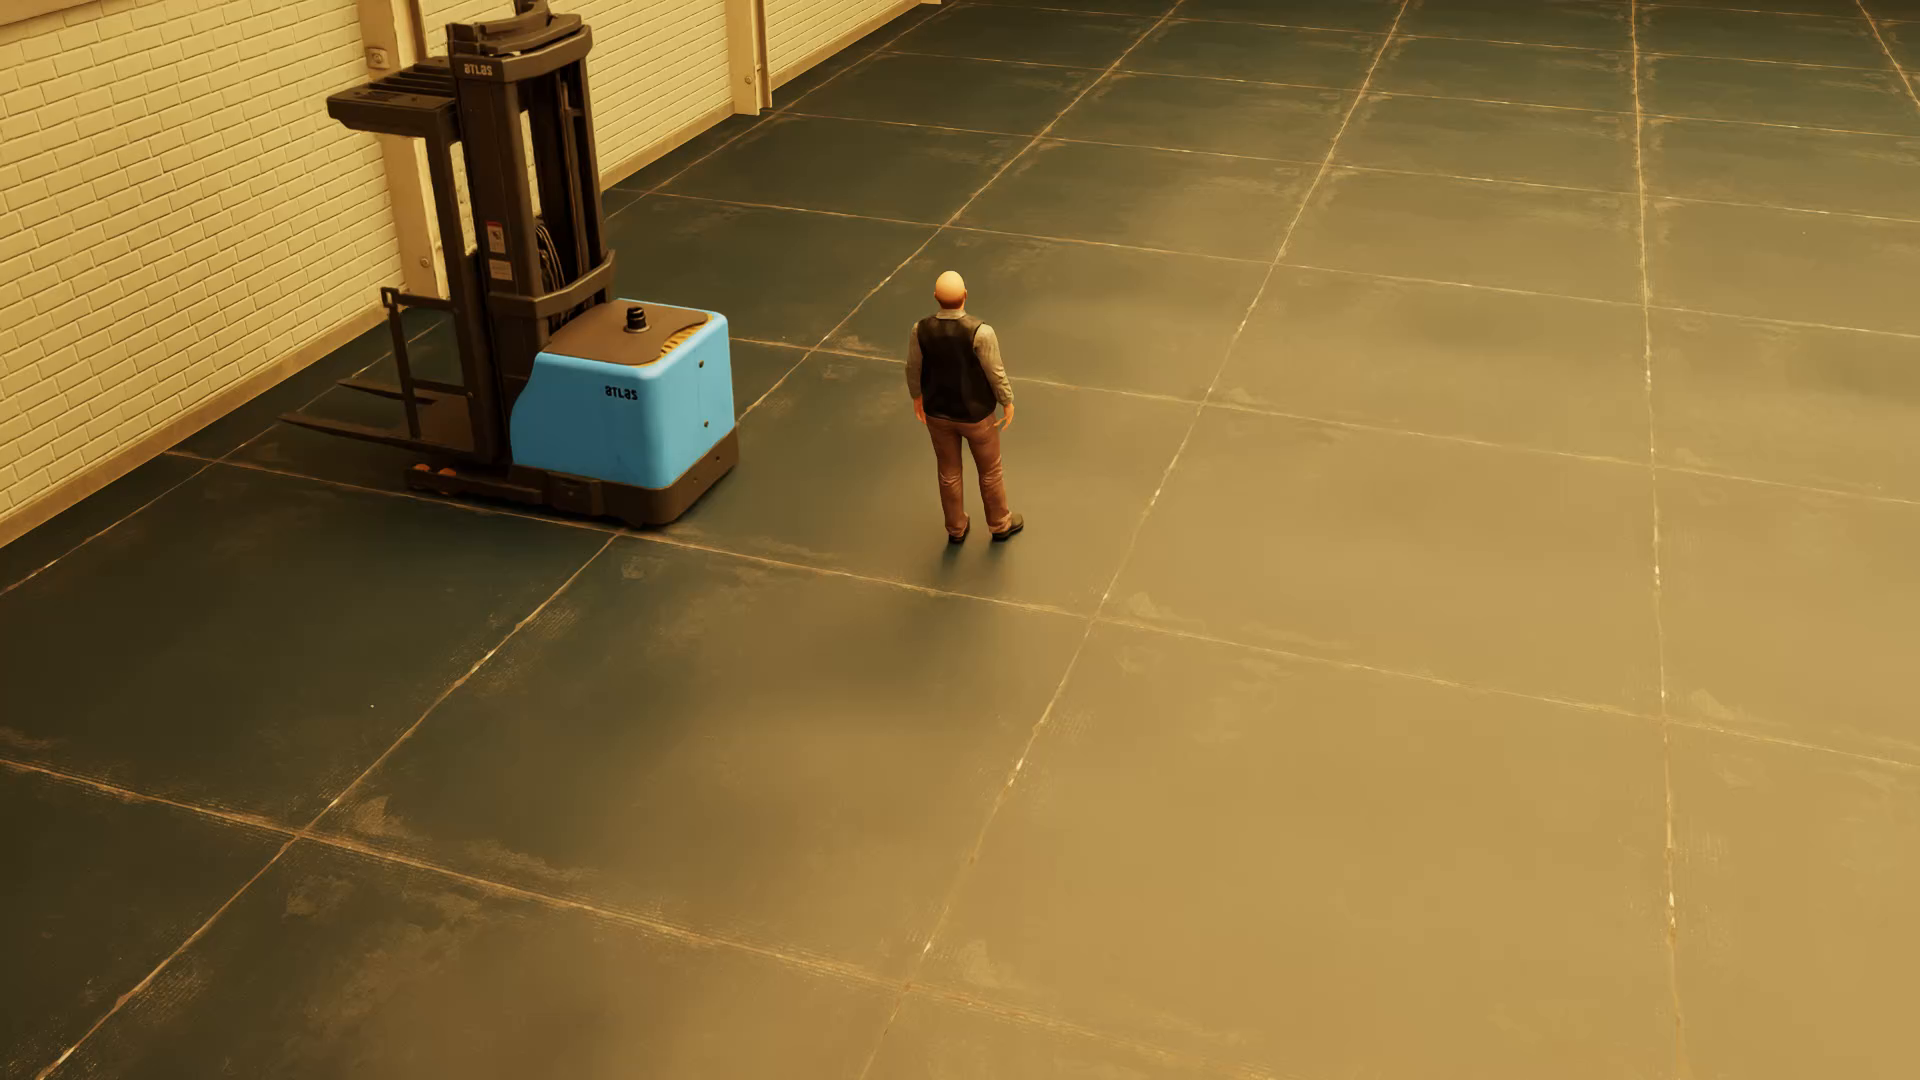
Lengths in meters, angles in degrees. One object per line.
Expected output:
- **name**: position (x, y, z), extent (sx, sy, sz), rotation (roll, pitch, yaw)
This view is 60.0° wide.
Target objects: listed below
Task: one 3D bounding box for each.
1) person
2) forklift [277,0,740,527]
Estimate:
- **person**: position (0.027, -0.782, 9.716), extent (0.633, 1.722, 0.566), rotation (10, 31, 16)
- **forklift**: position (-3.016, -1.793, 10.282), extent (3.031, 2.935, 1.130), rotation (10, 31, 17)
